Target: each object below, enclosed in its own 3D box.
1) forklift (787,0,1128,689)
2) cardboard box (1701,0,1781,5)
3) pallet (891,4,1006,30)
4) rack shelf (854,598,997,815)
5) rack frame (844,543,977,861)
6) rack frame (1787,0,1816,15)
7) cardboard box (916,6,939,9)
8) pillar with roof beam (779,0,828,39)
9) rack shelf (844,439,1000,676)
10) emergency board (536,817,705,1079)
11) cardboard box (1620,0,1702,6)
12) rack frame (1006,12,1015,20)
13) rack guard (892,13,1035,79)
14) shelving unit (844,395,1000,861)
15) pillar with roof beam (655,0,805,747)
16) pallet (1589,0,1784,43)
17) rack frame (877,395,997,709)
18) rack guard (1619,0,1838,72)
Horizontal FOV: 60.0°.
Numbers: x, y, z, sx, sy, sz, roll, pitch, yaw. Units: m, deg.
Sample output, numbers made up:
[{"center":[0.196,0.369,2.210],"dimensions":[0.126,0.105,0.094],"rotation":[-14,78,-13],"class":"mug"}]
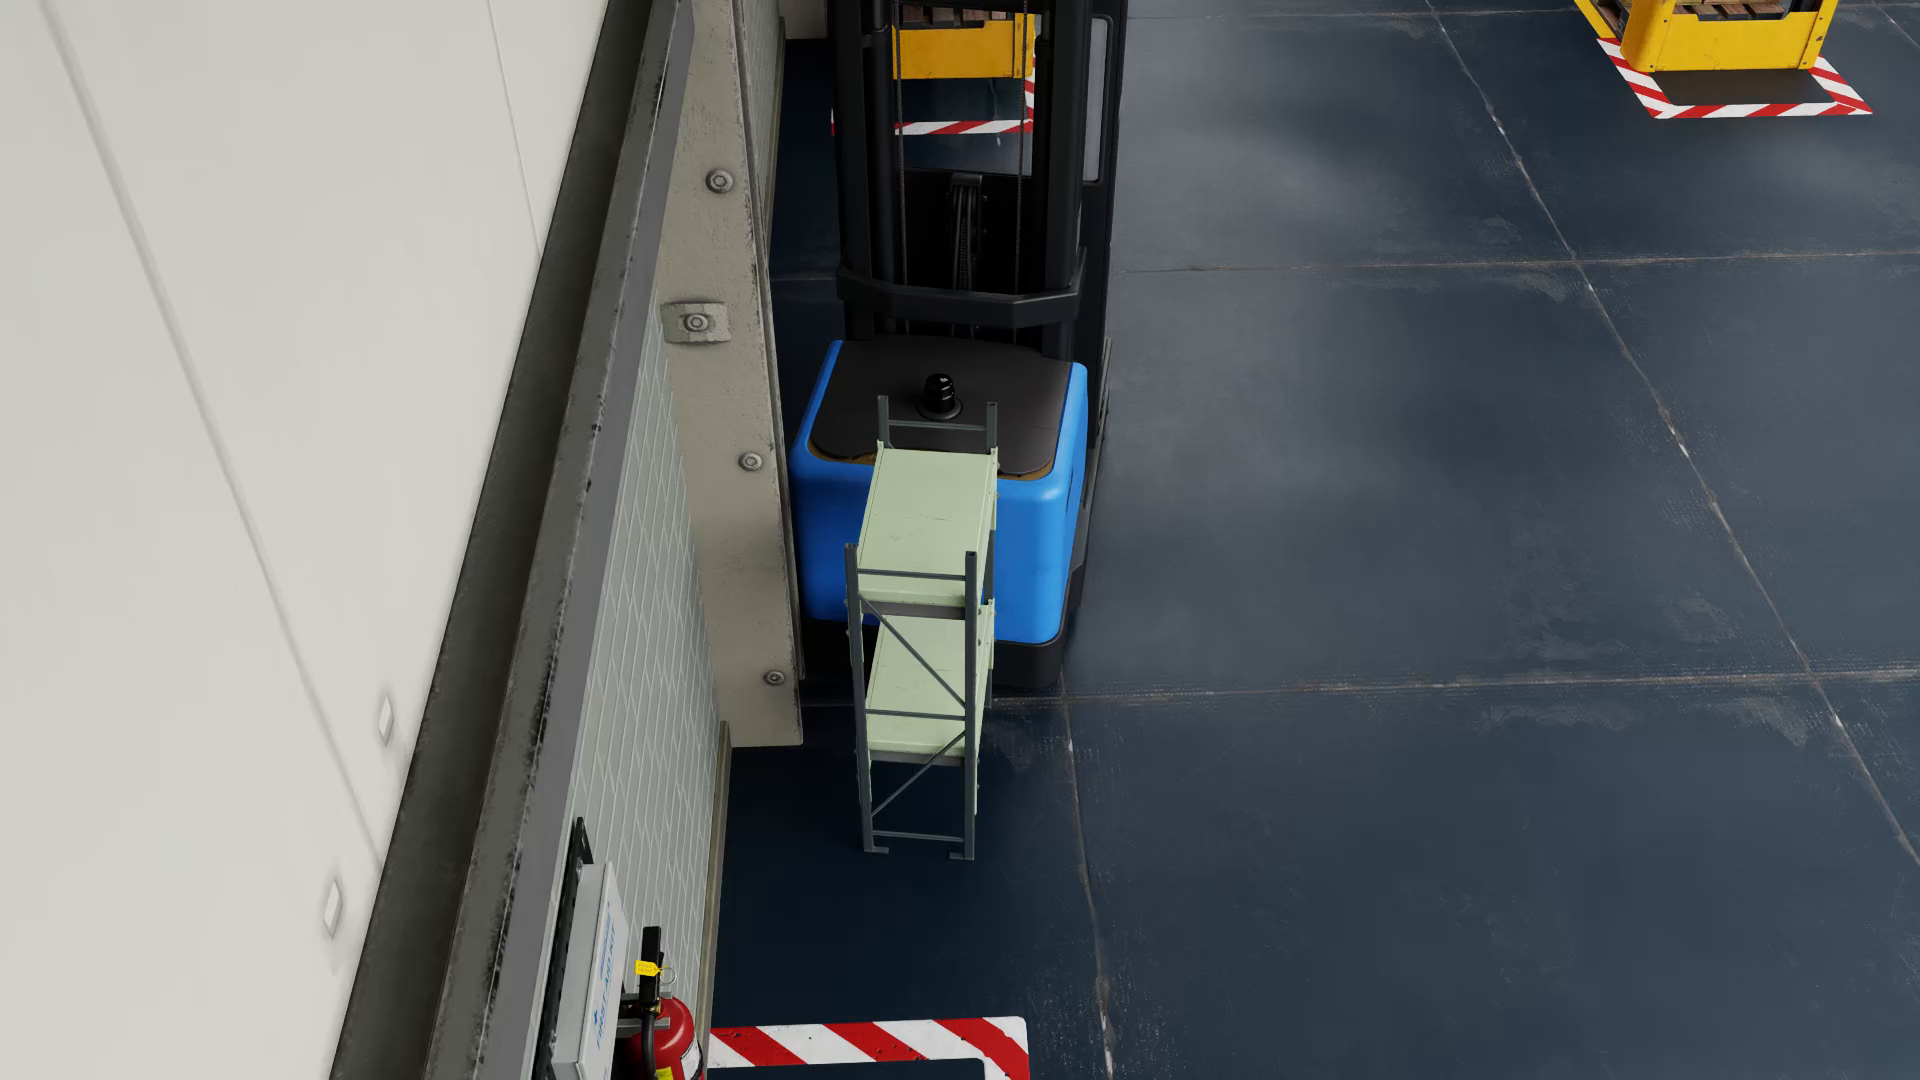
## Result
[{"center":[0.099,-1.501,6.718],"dimensions":[1.130,2.935,3.031],"rotation":[6,43,7],"class":"forklift"},{"center":[5.019,-3.706,10.797],"dimensions":[0.500,0.250,0.500],"rotation":[-2,43,-2],"class":"cardboard box"},{"center":[-0.132,-3.625,11.048],"dimensions":[1.003,0.211,1.213],"rotation":[-2,43,-2],"class":"pallet"},{"center":[-0.113,0.576,5.994],"dimensions":[0.431,0.370,0.720],"rotation":[4,43,4],"class":"rack shelf"},{"center":[-0.149,0.582,5.505],"dimensions":[0.400,1.500,0.023],"rotation":[4,43,4],"class":"rack frame"},{"center":[4.820,-4.197,9.608],"dimensions":[1.000,3.000,0.127],"rotation":[-2,43,-2],"class":"rack frame"},{"center":[-0.069,-3.693,10.723],"dimensions":[0.500,0.311,0.500],"rotation":[-6,43,-7],"class":"cardboard box"},{"center":[3.278,-6.835,8.047],"dimensions":[9.100,9.000,0.400],"rotation":[-2,43,-2],"class":"pillar with roof beam"},{"center":[-0.113,0.048,5.510],"dimensions":[0.431,0.370,0.720],"rotation":[4,43,4],"class":"rack shelf"},{"center":[-0.702,1.220,3.699],"dimensions":[0.194,1.169,0.643],"rotation":[-2,43,-2],"class":"emergency board"},{"center":[4.502,-3.691,10.781],"dimensions":[0.500,0.250,0.500],"rotation":[-2,43,-2],"class":"cardboard box"},{"center":[-0.129,-4.052,9.451],"dimensions":[1.000,3.000,0.127],"rotation":[-2,43,-2],"class":"rack frame"},{"center":[-0.132,-3.182,10.351],"dimensions":[1.175,0.500,0.348],"rotation":[-2,43,-2],"class":"rack guard"},{"center":[-0.113,0.336,5.774],"dimensions":[0.431,1.500,0.755],"rotation":[4,43,4],"class":"shelving unit"},{"center":[3.533,-2.784,3.628],"dimensions":[9.100,9.000,0.400],"rotation":[-2,43,-2],"class":"pillar with roof beam"},{"center":[4.746,-3.684,11.112],"dimensions":[1.003,0.211,1.213],"rotation":[-2,43,-2],"class":"pallet"},{"center":[-0.077,0.089,6.042],"dimensions":[0.400,1.500,0.023],"rotation":[4,43,4],"class":"rack frame"},{"center":[4.821,-3.259,10.435],"dimensions":[1.175,0.500,0.348],"rotation":[-2,43,-2],"class":"rack guard"}]
